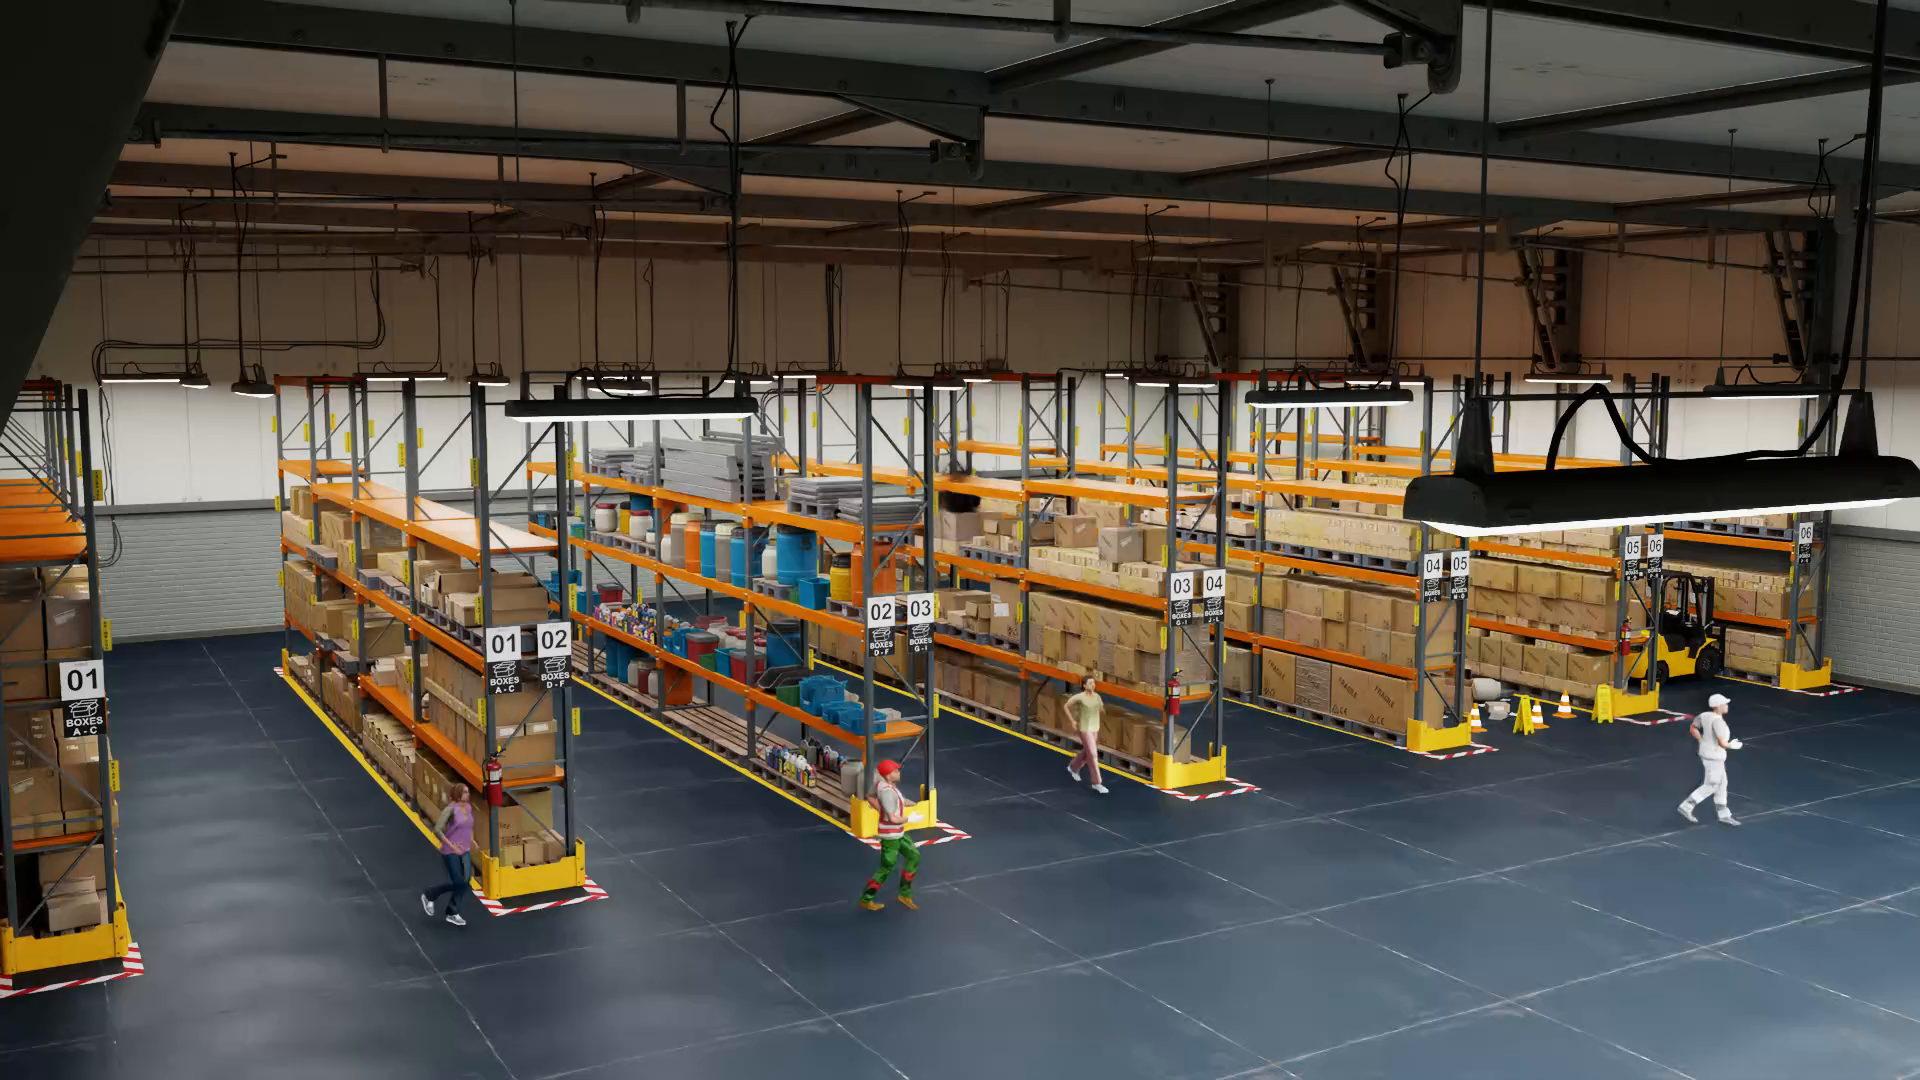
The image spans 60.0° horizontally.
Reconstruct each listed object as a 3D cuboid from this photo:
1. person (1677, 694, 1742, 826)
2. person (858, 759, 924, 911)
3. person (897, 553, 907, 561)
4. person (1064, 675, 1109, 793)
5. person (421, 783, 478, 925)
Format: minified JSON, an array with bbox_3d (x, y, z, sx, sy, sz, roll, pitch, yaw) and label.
[{"bbox_3d":[10.168,2.974,22.504,0.883,1.807,0.682,1,6,6],"label":"person"},{"bbox_3d":[-0.787,3.383,19.001,0.761,1.808,0.664,0,6,-1],"label":"person"},{"bbox_3d":[-1.428,1.132,39.467,0.850,1.776,0.855,-1,6,-8],"label":"person"},{"bbox_3d":[1.895,2.800,24.396,0.577,1.656,0.910,-5,8,-39],"label":"person"},{"bbox_3d":[-5.720,3.523,18.798,0.572,1.531,0.560,2,7,21],"label":"person"}]
